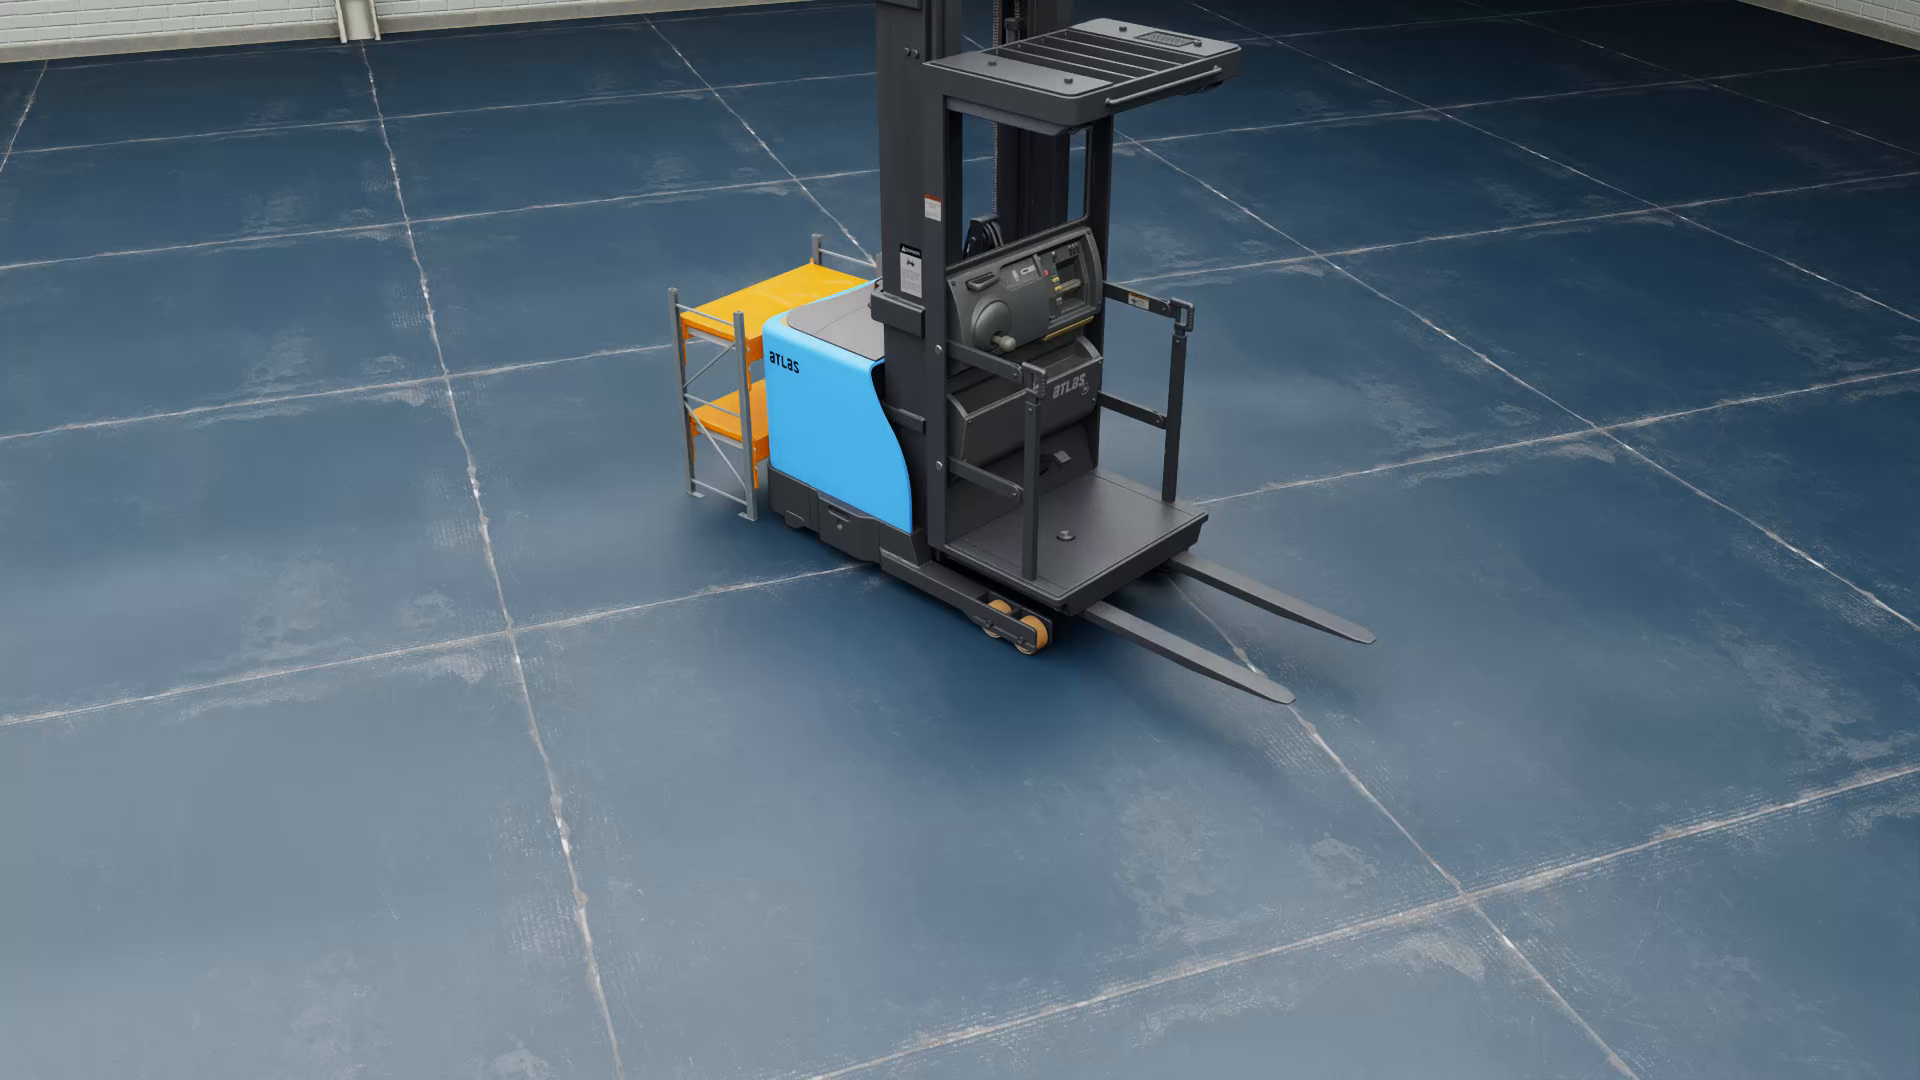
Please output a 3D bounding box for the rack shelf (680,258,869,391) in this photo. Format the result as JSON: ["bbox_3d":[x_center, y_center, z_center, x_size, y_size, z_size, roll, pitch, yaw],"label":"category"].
[{"bbox_3d":[-0.905,-1.113,8.477,0.538,0.278,1.000,22,36,33],"label":"rack shelf"}]

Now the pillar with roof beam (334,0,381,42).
[{"bbox_3d":[-4.829,-7.216,11.825,0.400,9.000,9.100,-10,31,-18],"label":"pillar with roof beam"}]

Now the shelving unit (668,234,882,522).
[{"bbox_3d":[-0.905,-0.859,8.622,0.538,1.125,1.048,22,36,33],"label":"shelving unit"}]

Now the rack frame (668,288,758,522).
[{"bbox_3d":[-1.227,-0.664,8.280,0.500,1.125,0.032,22,36,33],"label":"rack frame"}]

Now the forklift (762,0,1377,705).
[{"bbox_3d":[0.450,-1.061,7.151,3.031,2.935,1.130,25,38,37],"label":"forklift"}]

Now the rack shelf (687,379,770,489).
[{"bbox_3d":[-0.905,-0.647,8.743,0.538,0.278,1.000,22,36,33],"label":"rack shelf"}]

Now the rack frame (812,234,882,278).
[{"bbox_3d":[-0.584,-1.054,8.964,0.500,1.125,0.032,22,36,33],"label":"rack frame"}]
